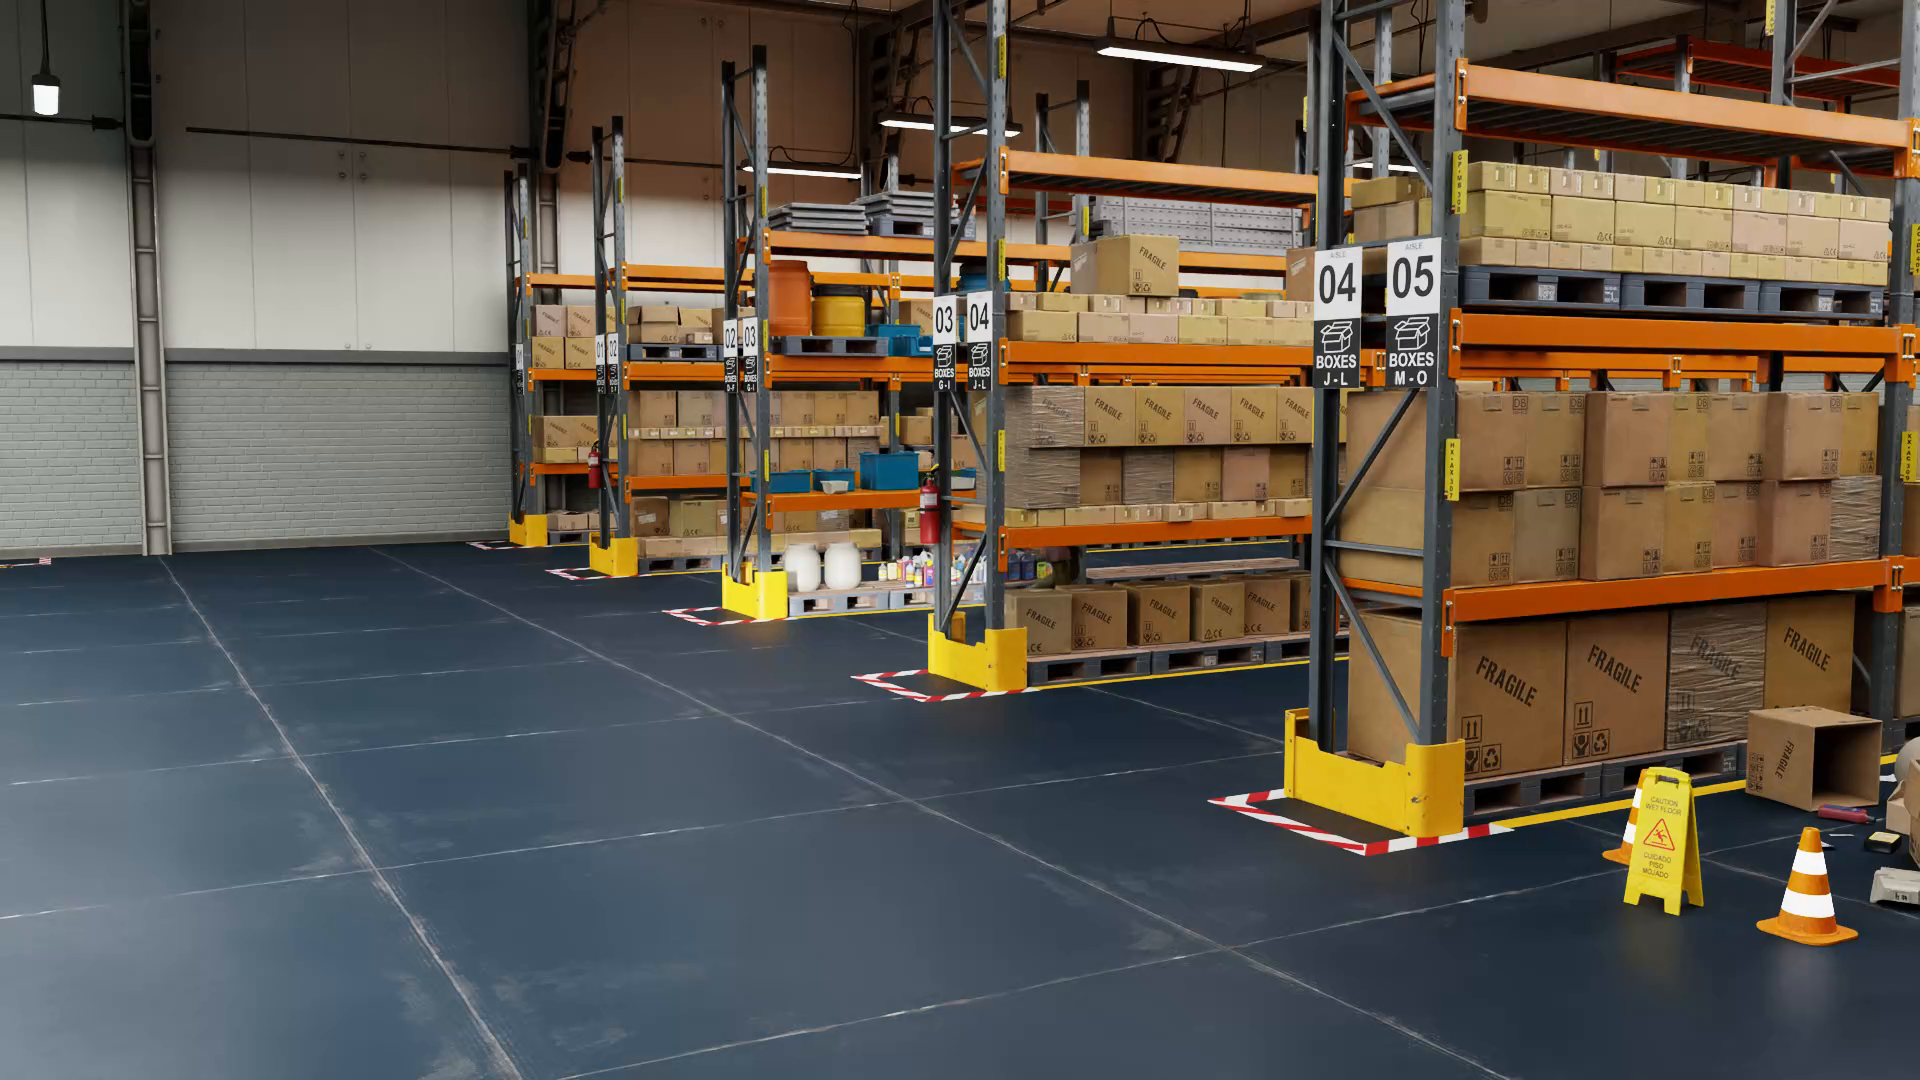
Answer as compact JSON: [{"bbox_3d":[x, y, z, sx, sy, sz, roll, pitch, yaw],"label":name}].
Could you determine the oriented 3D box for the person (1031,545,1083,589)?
[{"bbox_3d":[0.990,-0.018,17.293,0.829,1.771,0.625,4,7,42],"label":"person"}]
